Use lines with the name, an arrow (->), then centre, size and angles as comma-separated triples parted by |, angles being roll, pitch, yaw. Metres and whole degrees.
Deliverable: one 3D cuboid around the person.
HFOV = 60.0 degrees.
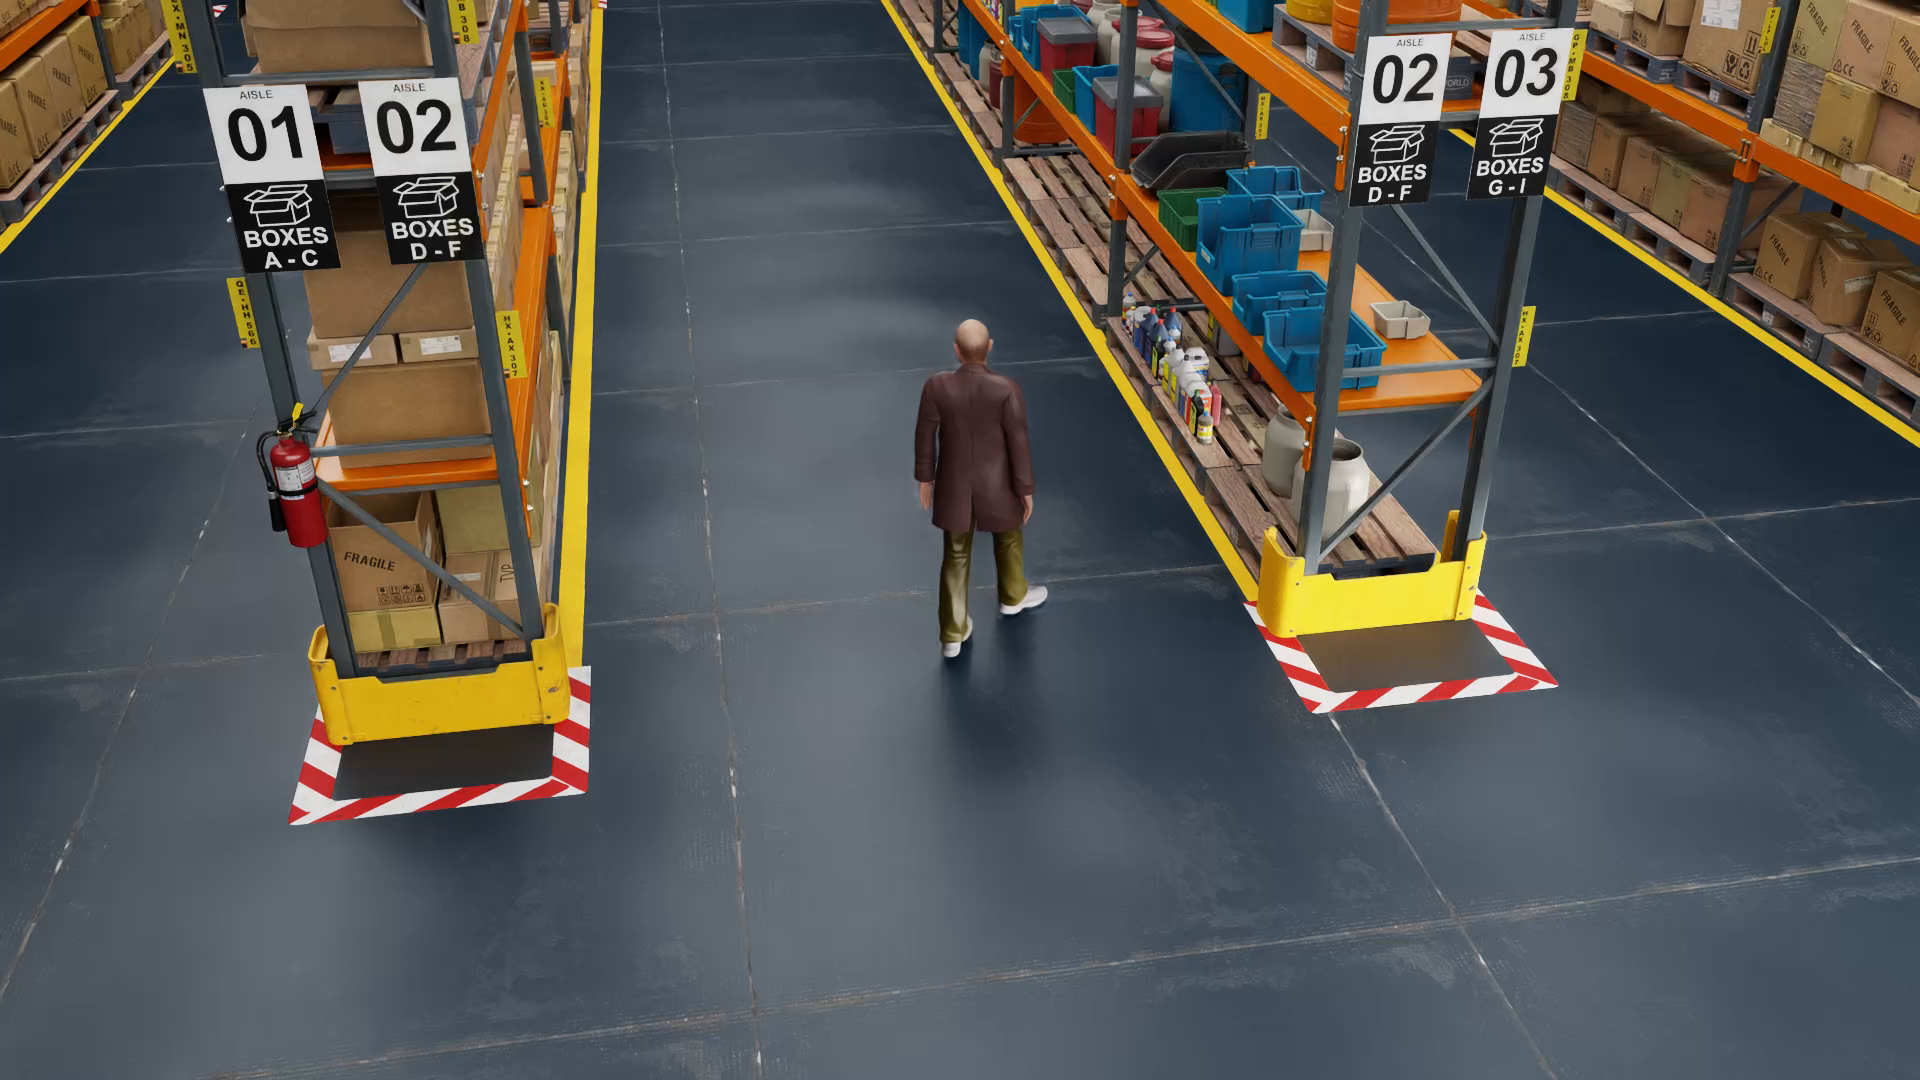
person -> 0.090, -0.297, 8.663 | 0.669, 1.770, 0.819 | 6, 31, 10
